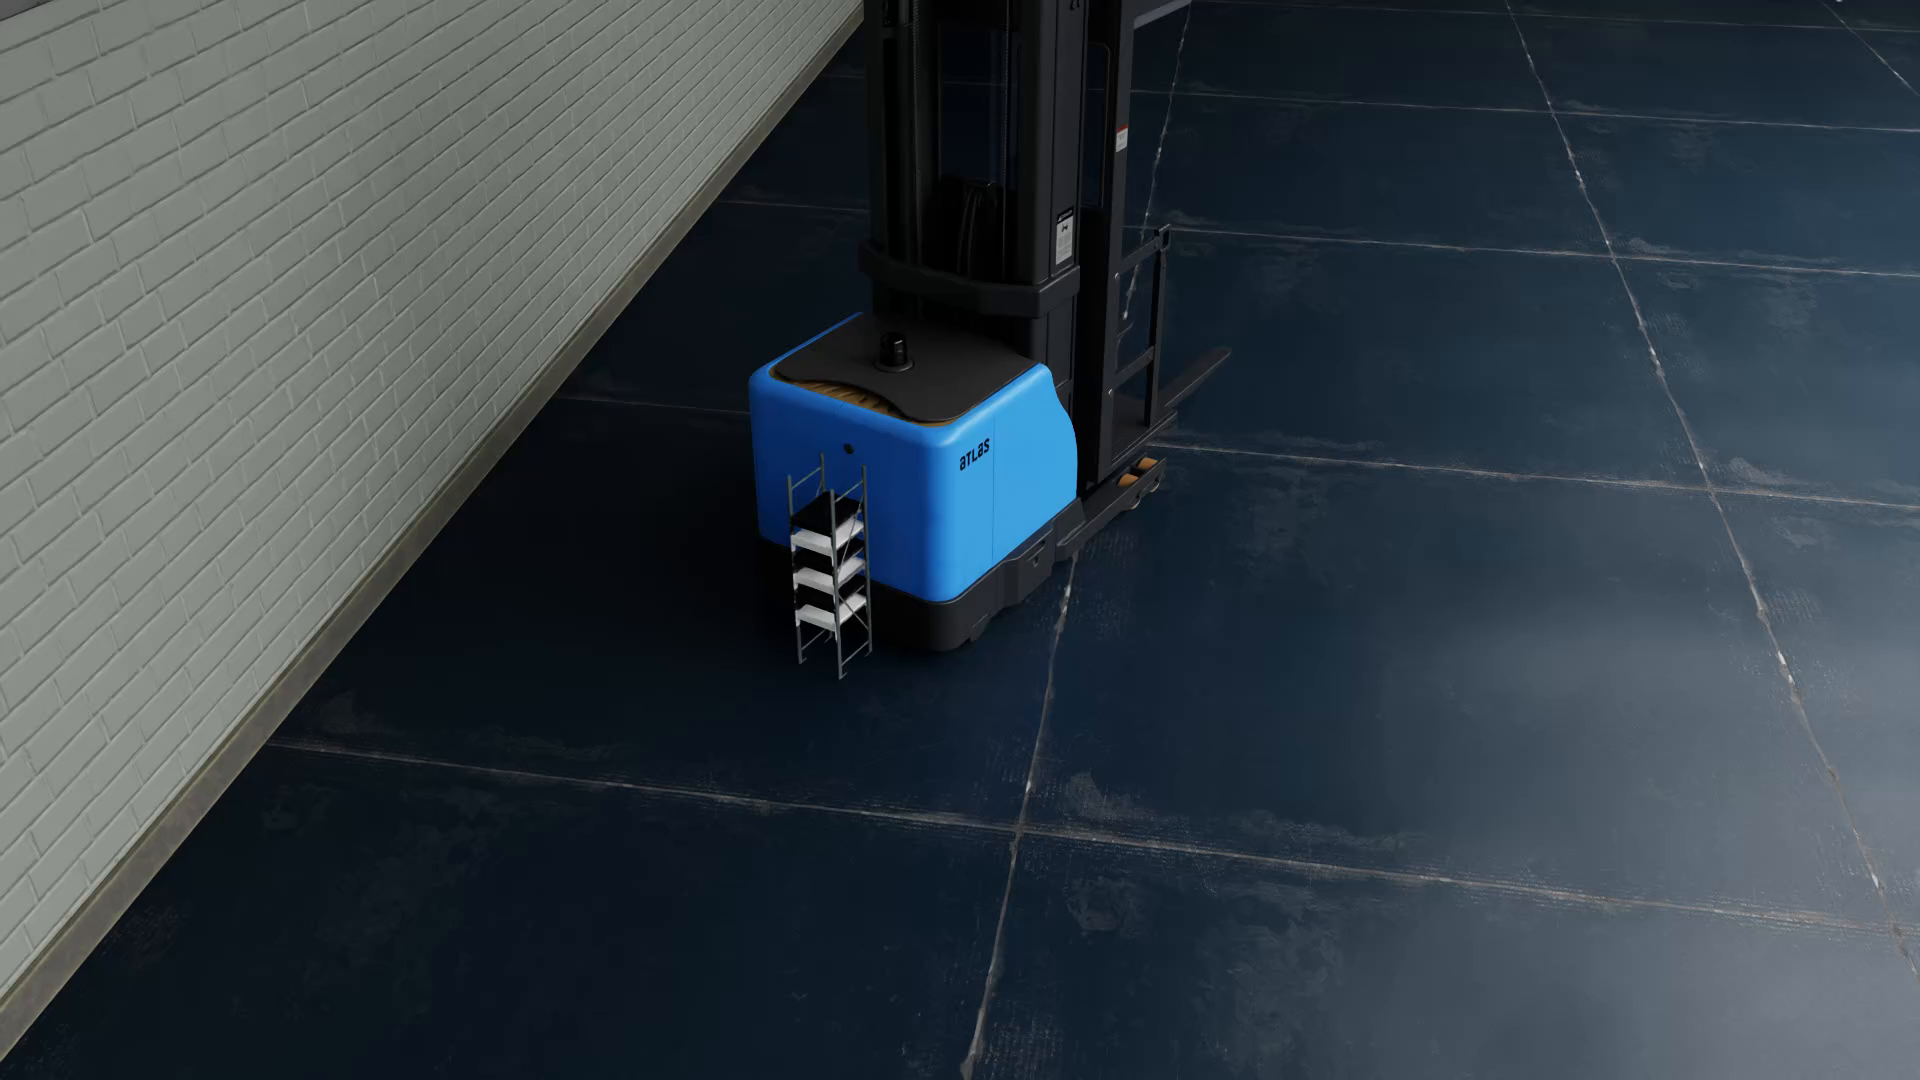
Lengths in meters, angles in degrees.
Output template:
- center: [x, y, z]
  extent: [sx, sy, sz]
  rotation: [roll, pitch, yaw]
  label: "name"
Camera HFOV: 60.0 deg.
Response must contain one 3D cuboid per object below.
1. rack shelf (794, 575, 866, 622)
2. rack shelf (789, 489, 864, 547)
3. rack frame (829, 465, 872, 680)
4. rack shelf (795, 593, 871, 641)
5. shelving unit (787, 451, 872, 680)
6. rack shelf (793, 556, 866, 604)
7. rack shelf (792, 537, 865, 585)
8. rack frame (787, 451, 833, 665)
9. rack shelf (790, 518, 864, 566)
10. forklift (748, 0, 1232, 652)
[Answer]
- center: [-0.521, 0.216, 6.790]
  extent: [0.200, 0.077, 0.258]
  rotation: [18, 36, 26]
  label: "rack shelf"
- center: [-0.521, -0.089, 6.598]
  extent: [0.200, 0.077, 0.258]
  rotation: [18, 36, 26]
  label: "rack shelf"
- center: [-0.434, 0.139, 6.679]
  extent: [0.006, 0.900, 0.240]
  rotation: [18, 36, 26]
  label: "rack frame"
- center: [-0.521, 0.292, 6.837]
  extent: [0.200, 0.077, 0.258]
  rotation: [18, 36, 26]
  label: "rack shelf"
- center: [-0.521, 0.111, 6.724]
  extent: [0.210, 0.900, 0.258]
  rotation: [18, 36, 26]
  label: "shelving unit"
- center: [-0.521, 0.139, 6.742]
  extent: [0.200, 0.077, 0.258]
  rotation: [18, 36, 26]
  label: "rack shelf"
- center: [-0.521, 0.063, 6.694]
  extent: [0.200, 0.077, 0.258]
  rotation: [18, 36, 26]
  label: "rack shelf"
- center: [-0.608, 0.083, 6.769]
  extent: [0.006, 0.900, 0.240]
  rotation: [18, 36, 26]
  label: "rack frame"
- center: [-0.521, -0.013, 6.646]
  extent: [0.200, 0.077, 0.258]
  rotation: [18, 36, 26]
  label: "rack shelf"
- center: [0.349, -1.519, 7.414]
  extent: [1.130, 2.935, 3.031]
  rotation: [20, 37, 28]
  label: "forklift"
